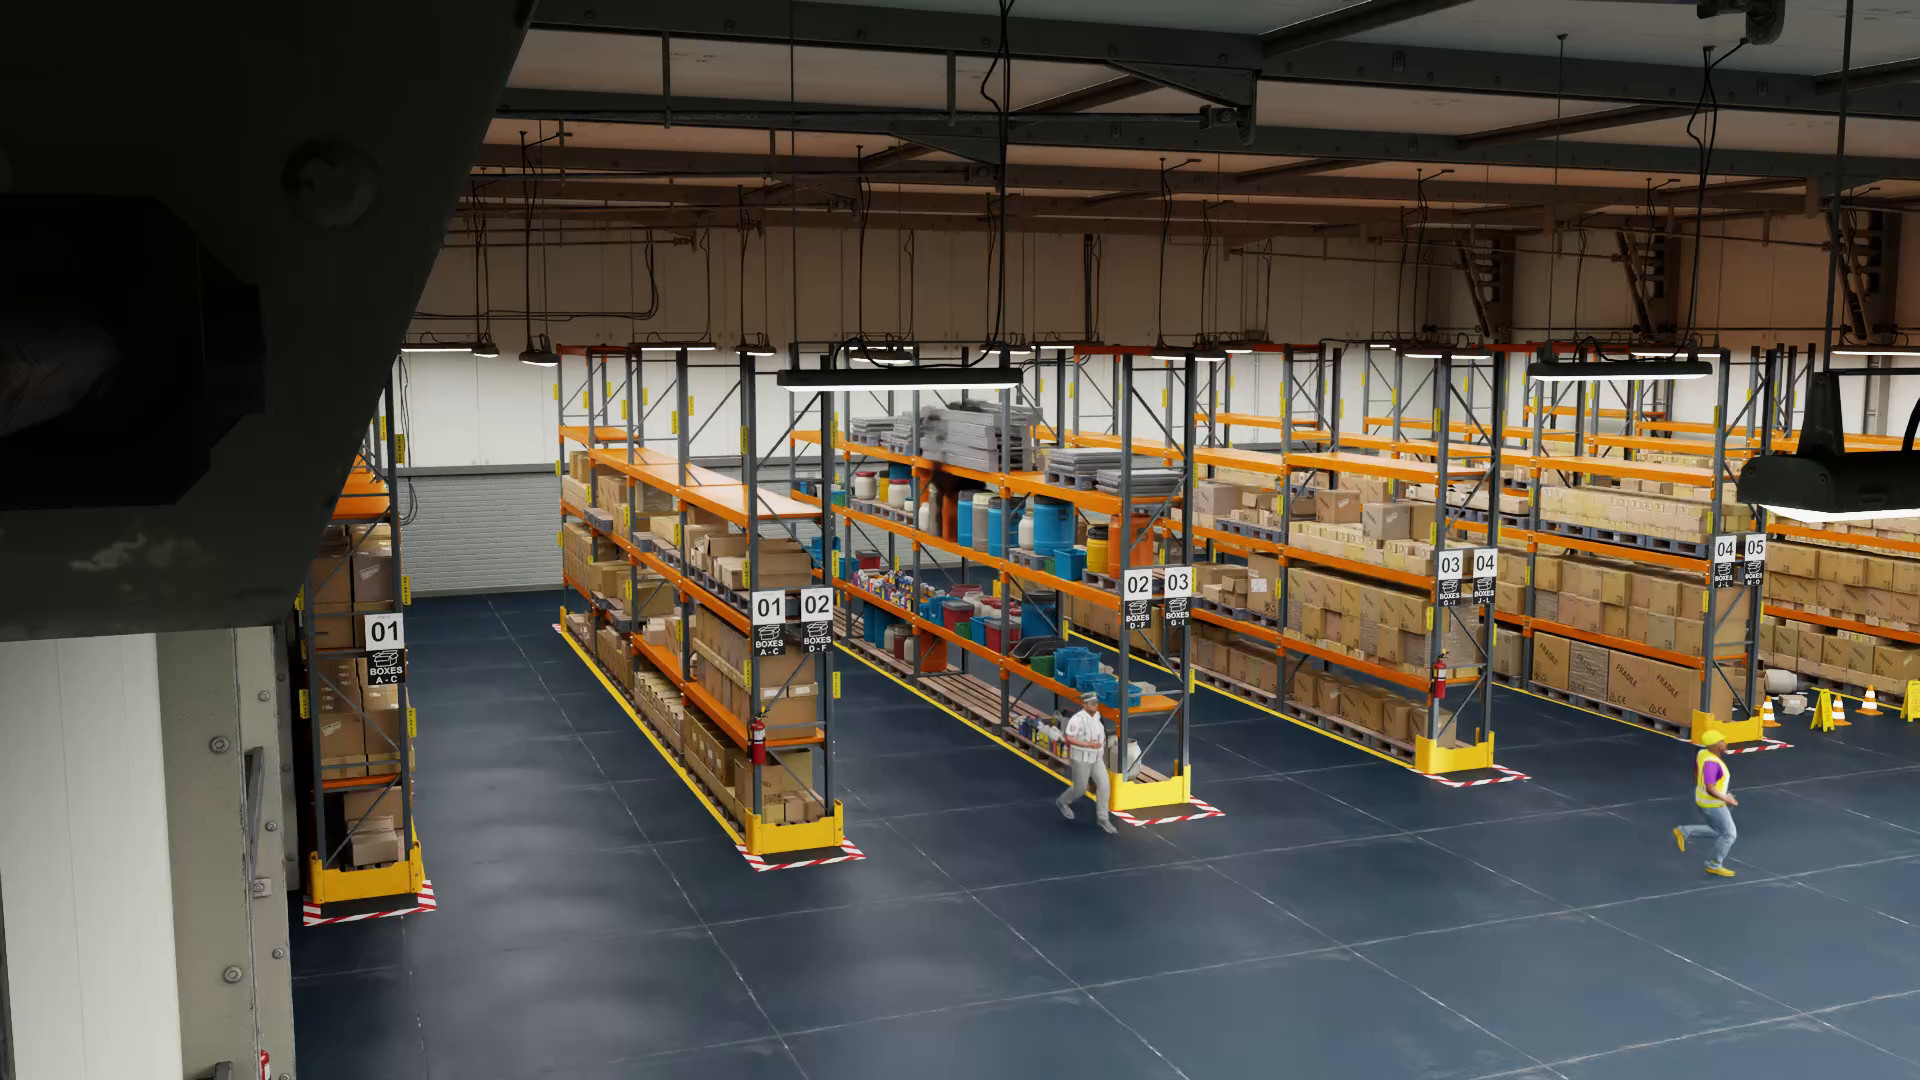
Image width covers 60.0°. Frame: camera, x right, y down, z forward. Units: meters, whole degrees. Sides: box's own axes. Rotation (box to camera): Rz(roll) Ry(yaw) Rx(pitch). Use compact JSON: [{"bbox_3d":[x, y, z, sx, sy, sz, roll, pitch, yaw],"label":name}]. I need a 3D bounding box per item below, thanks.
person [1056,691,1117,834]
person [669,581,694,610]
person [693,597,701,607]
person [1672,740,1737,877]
[{"bbox_3d":[1.599,2.784,21.149,0.695,1.798,0.939,-6,10,-41],"label":"person"},{"bbox_3d":[-5.818,1.136,35.026,0.555,1.522,0.570,-6,10,-40],"label":"person"},{"bbox_3d":[-5.329,1.176,34.122,0.587,1.692,0.925,-4,8,-29],"label":"person"},{"bbox_3d":[8.694,3.061,19.355,0.661,1.671,0.720,1,7,10],"label":"person"}]
